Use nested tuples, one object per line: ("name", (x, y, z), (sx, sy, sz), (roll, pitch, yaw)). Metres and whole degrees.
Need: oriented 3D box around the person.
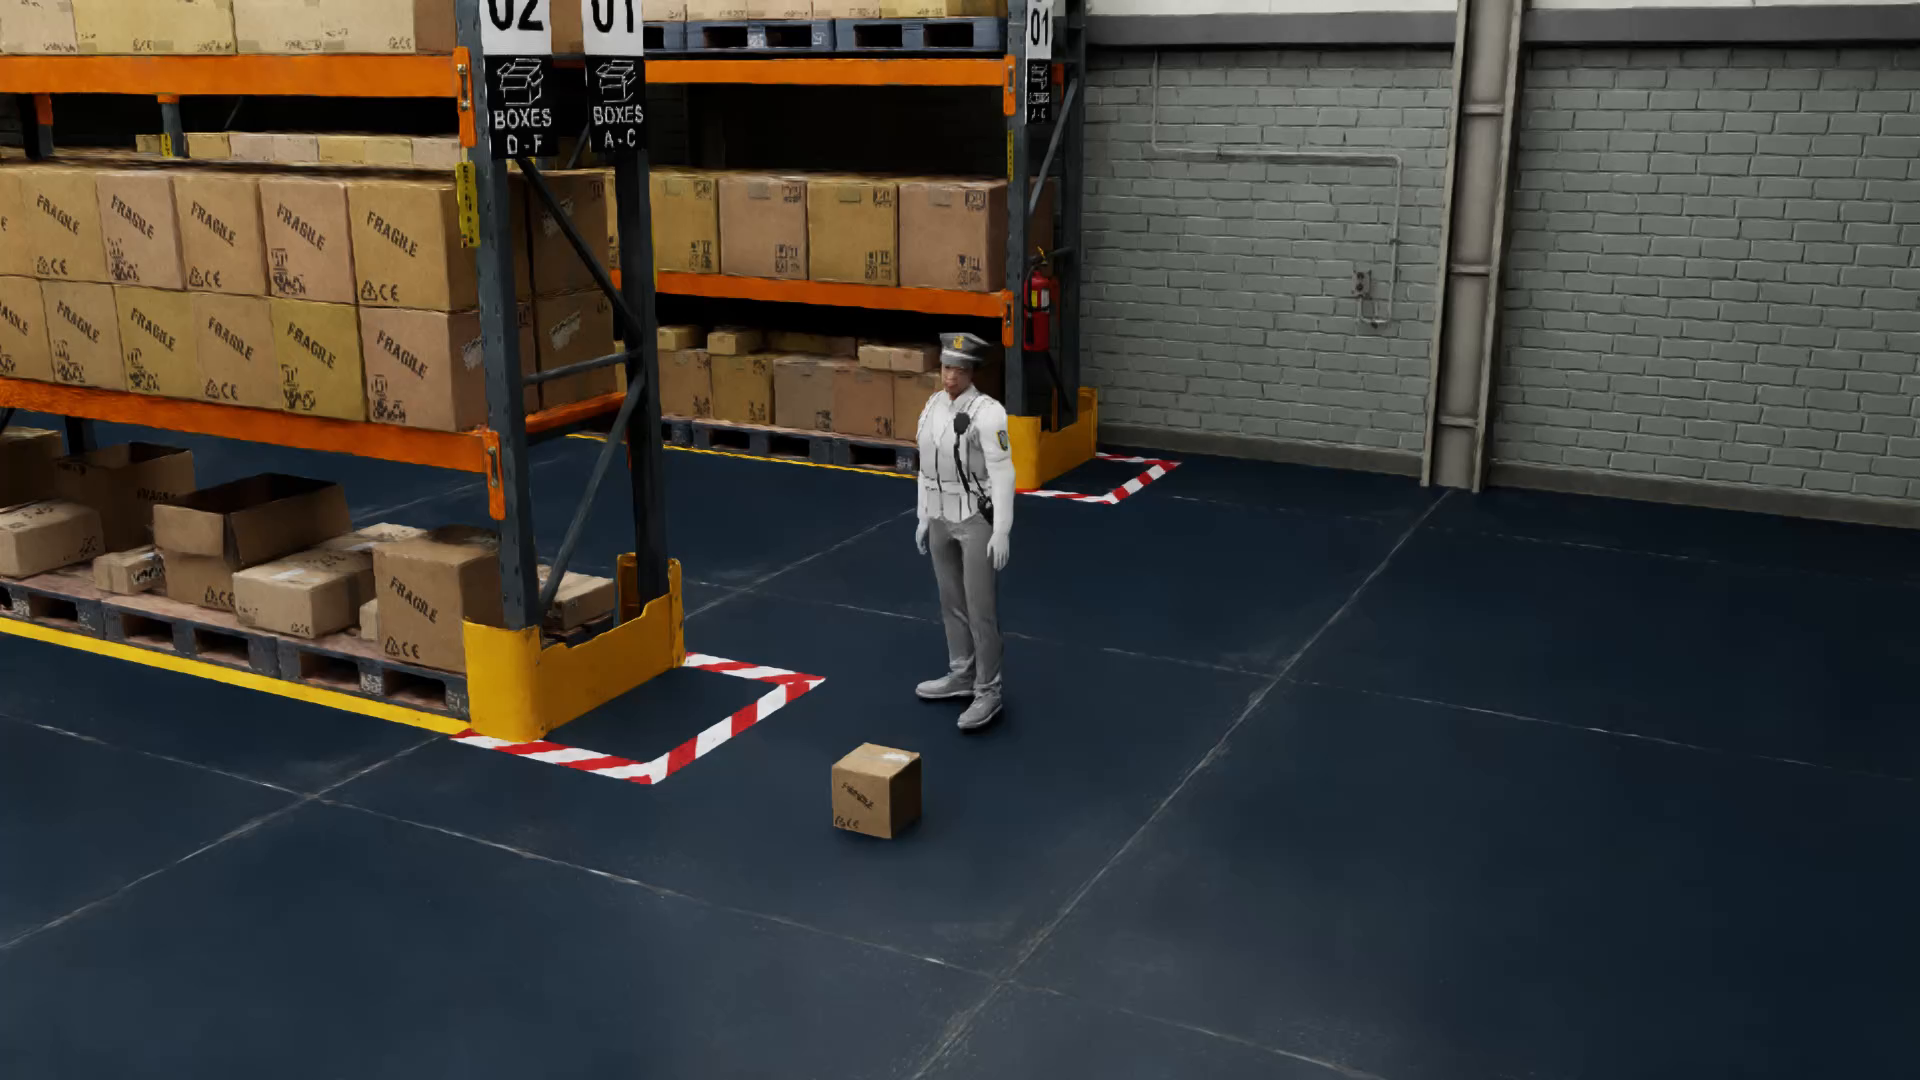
("person", (0.014, -0.062, 7.128), (0.355, 1.683, 0.577), (-14, 21, -40))
